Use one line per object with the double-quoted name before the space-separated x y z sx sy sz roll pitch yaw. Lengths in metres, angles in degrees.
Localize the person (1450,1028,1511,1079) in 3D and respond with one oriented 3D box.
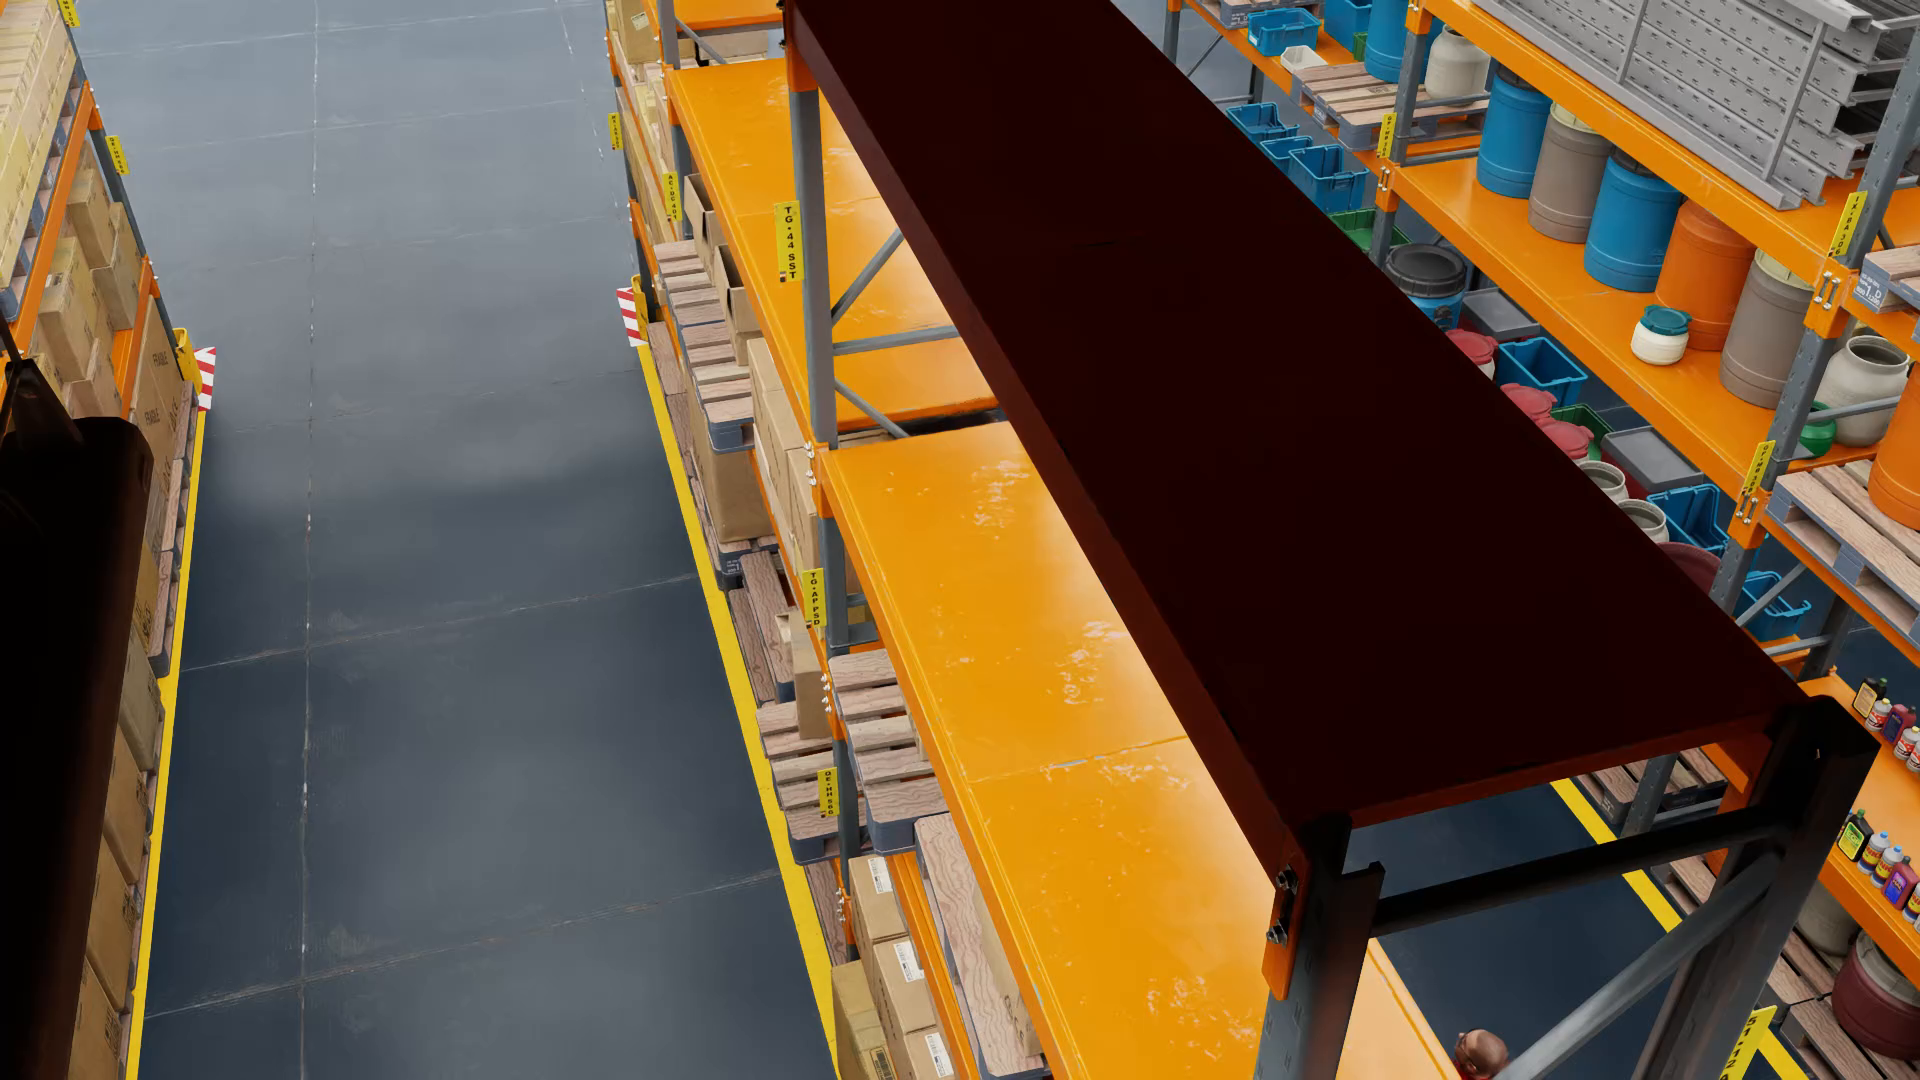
"person" 2.278 2.765 7.682 0.707 1.693 1.014 -7 39 -8
